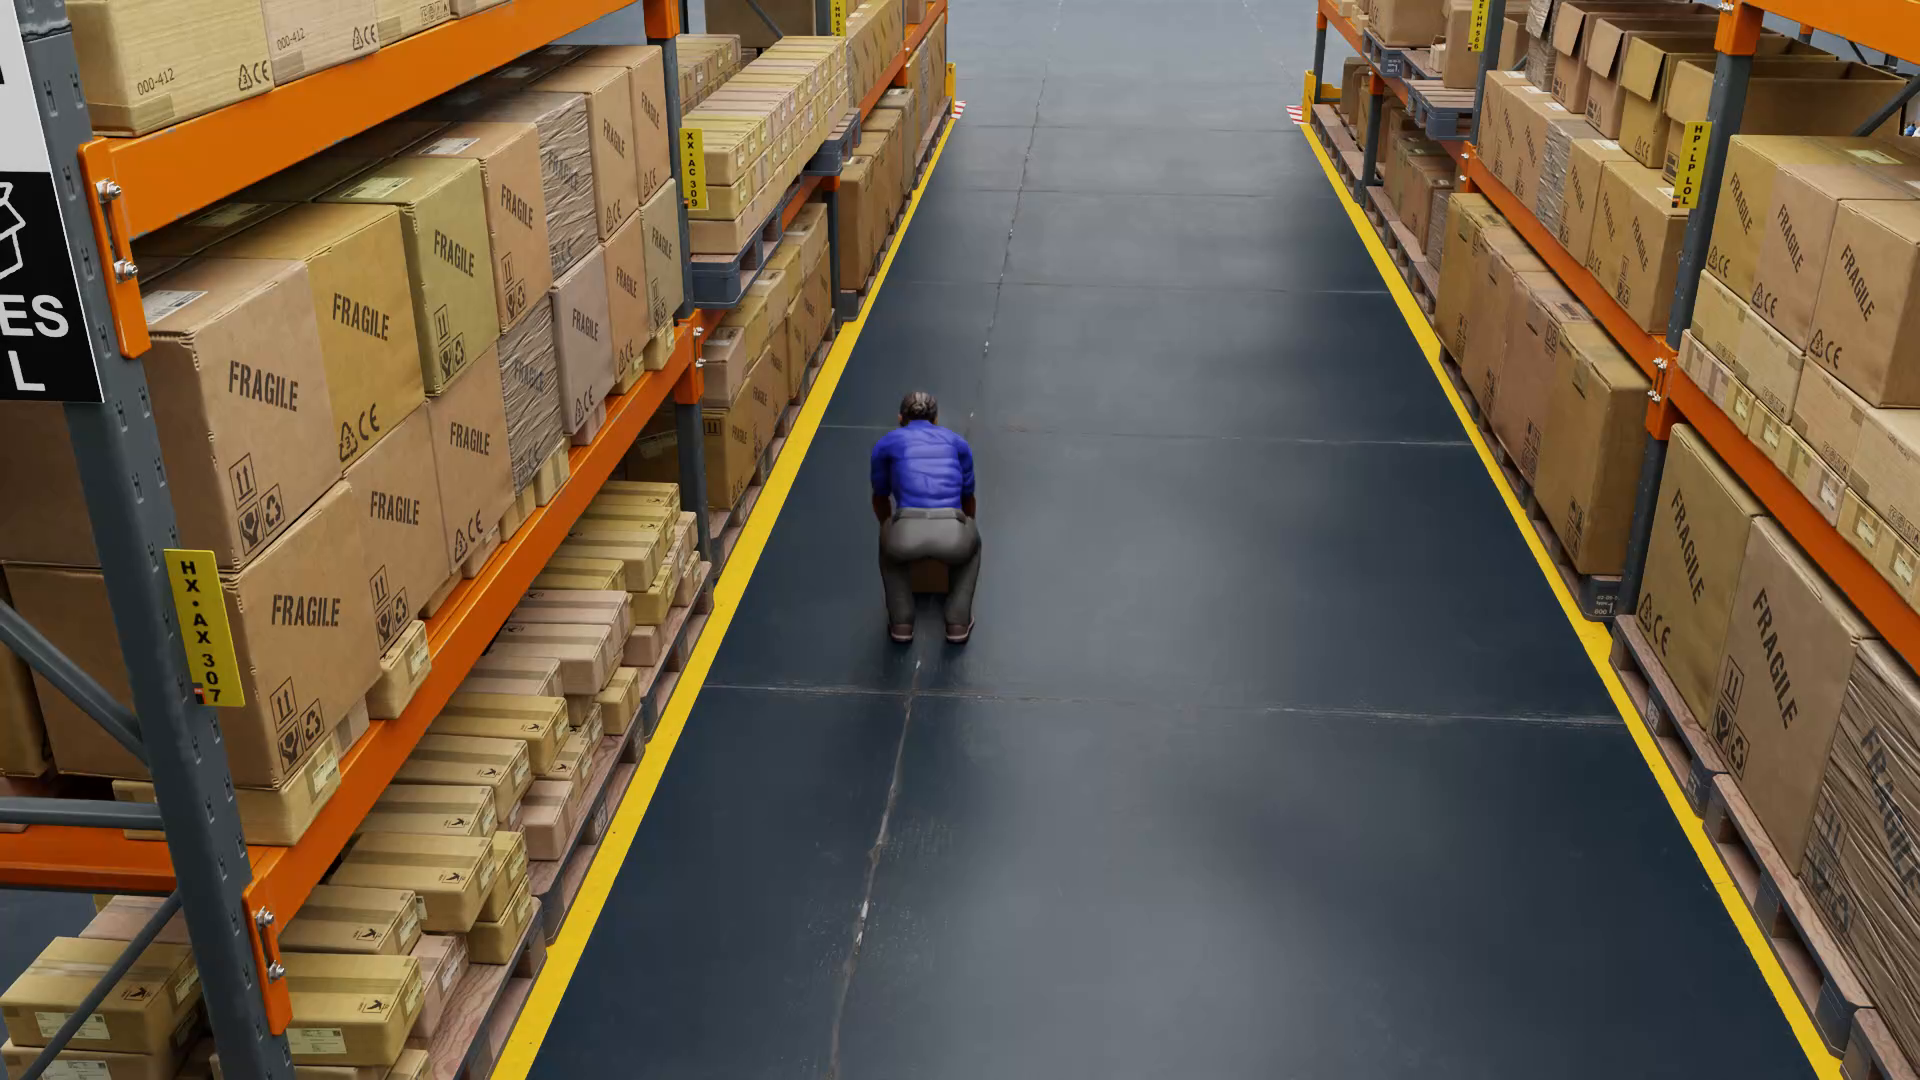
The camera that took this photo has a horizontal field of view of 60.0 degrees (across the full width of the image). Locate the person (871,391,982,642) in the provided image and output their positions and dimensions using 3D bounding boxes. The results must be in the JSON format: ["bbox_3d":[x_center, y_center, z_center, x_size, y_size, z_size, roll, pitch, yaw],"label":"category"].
[{"bbox_3d":[-0.152,-0.085,7.146,0.487,0.954,0.789,1,25,2],"label":"person"}]
